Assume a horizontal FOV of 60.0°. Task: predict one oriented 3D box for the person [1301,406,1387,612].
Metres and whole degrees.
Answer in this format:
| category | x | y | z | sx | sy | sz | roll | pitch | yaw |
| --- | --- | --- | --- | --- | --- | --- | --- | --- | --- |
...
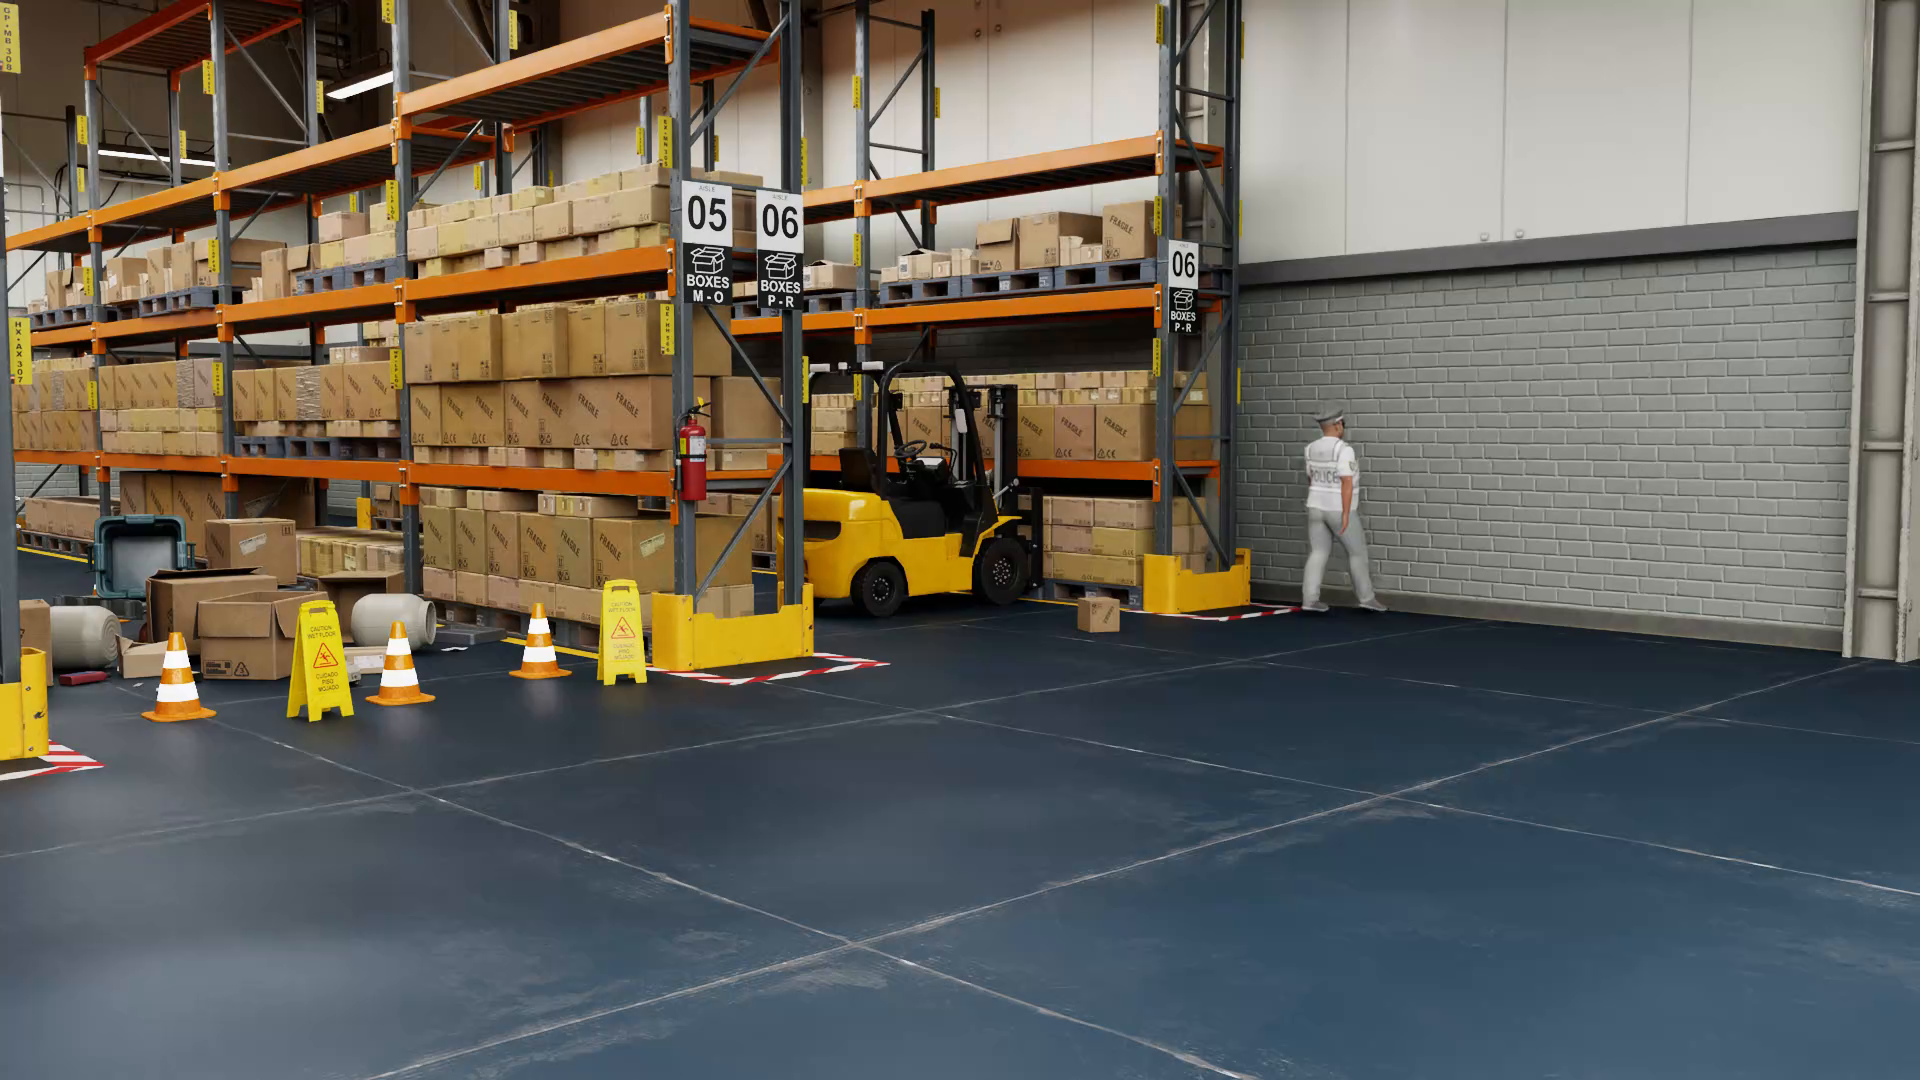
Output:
| category | x | y | z | sx | sy | sz | roll | pitch | yaw |
| --- | --- | --- | --- | --- | --- | --- | --- | --- | --- |
| person | 3.263 | -0.259 | 14.242 | 0.824 | 1.764 | 0.538 | -4 | 5 | -42 |
